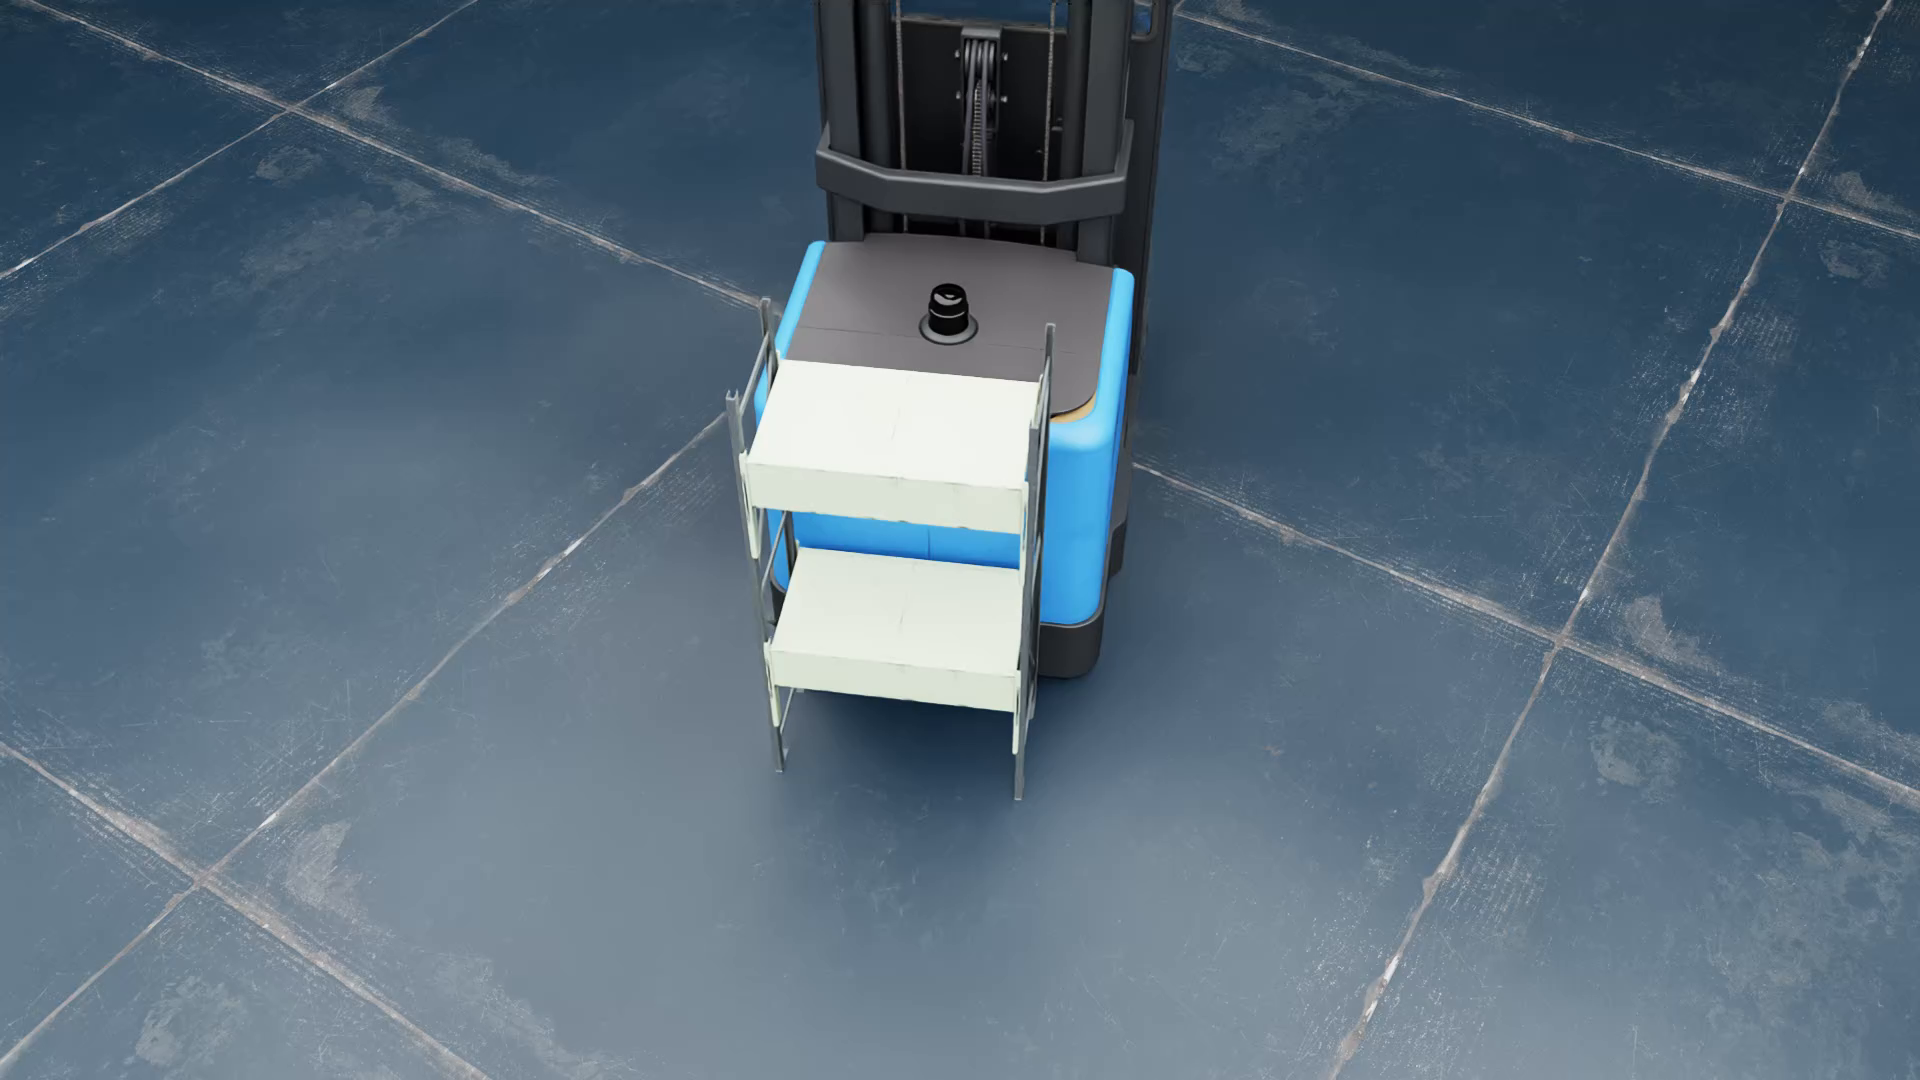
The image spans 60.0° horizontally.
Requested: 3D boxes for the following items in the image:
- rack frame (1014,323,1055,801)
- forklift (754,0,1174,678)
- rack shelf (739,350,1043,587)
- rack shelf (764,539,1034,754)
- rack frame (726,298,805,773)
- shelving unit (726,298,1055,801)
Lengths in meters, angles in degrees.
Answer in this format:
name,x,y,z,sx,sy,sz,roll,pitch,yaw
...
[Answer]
name,x,y,z,sx,sy,sz,roll,pitch,yaw
rack frame,0.201,0.119,4.589,0.023,1.500,0.400,6,46,6
forklift,0.136,-1.657,5.317,1.130,2.935,3.031,6,46,6
rack shelf,-0.161,-0.190,4.345,0.720,0.370,0.431,6,46,6
rack shelf,-0.161,0.309,4.859,0.720,0.370,0.431,6,46,6
rack frame,-0.524,0.045,4.661,0.023,1.500,0.400,6,46,6
shelving unit,-0.161,0.082,4.625,0.755,1.500,0.431,6,46,6
